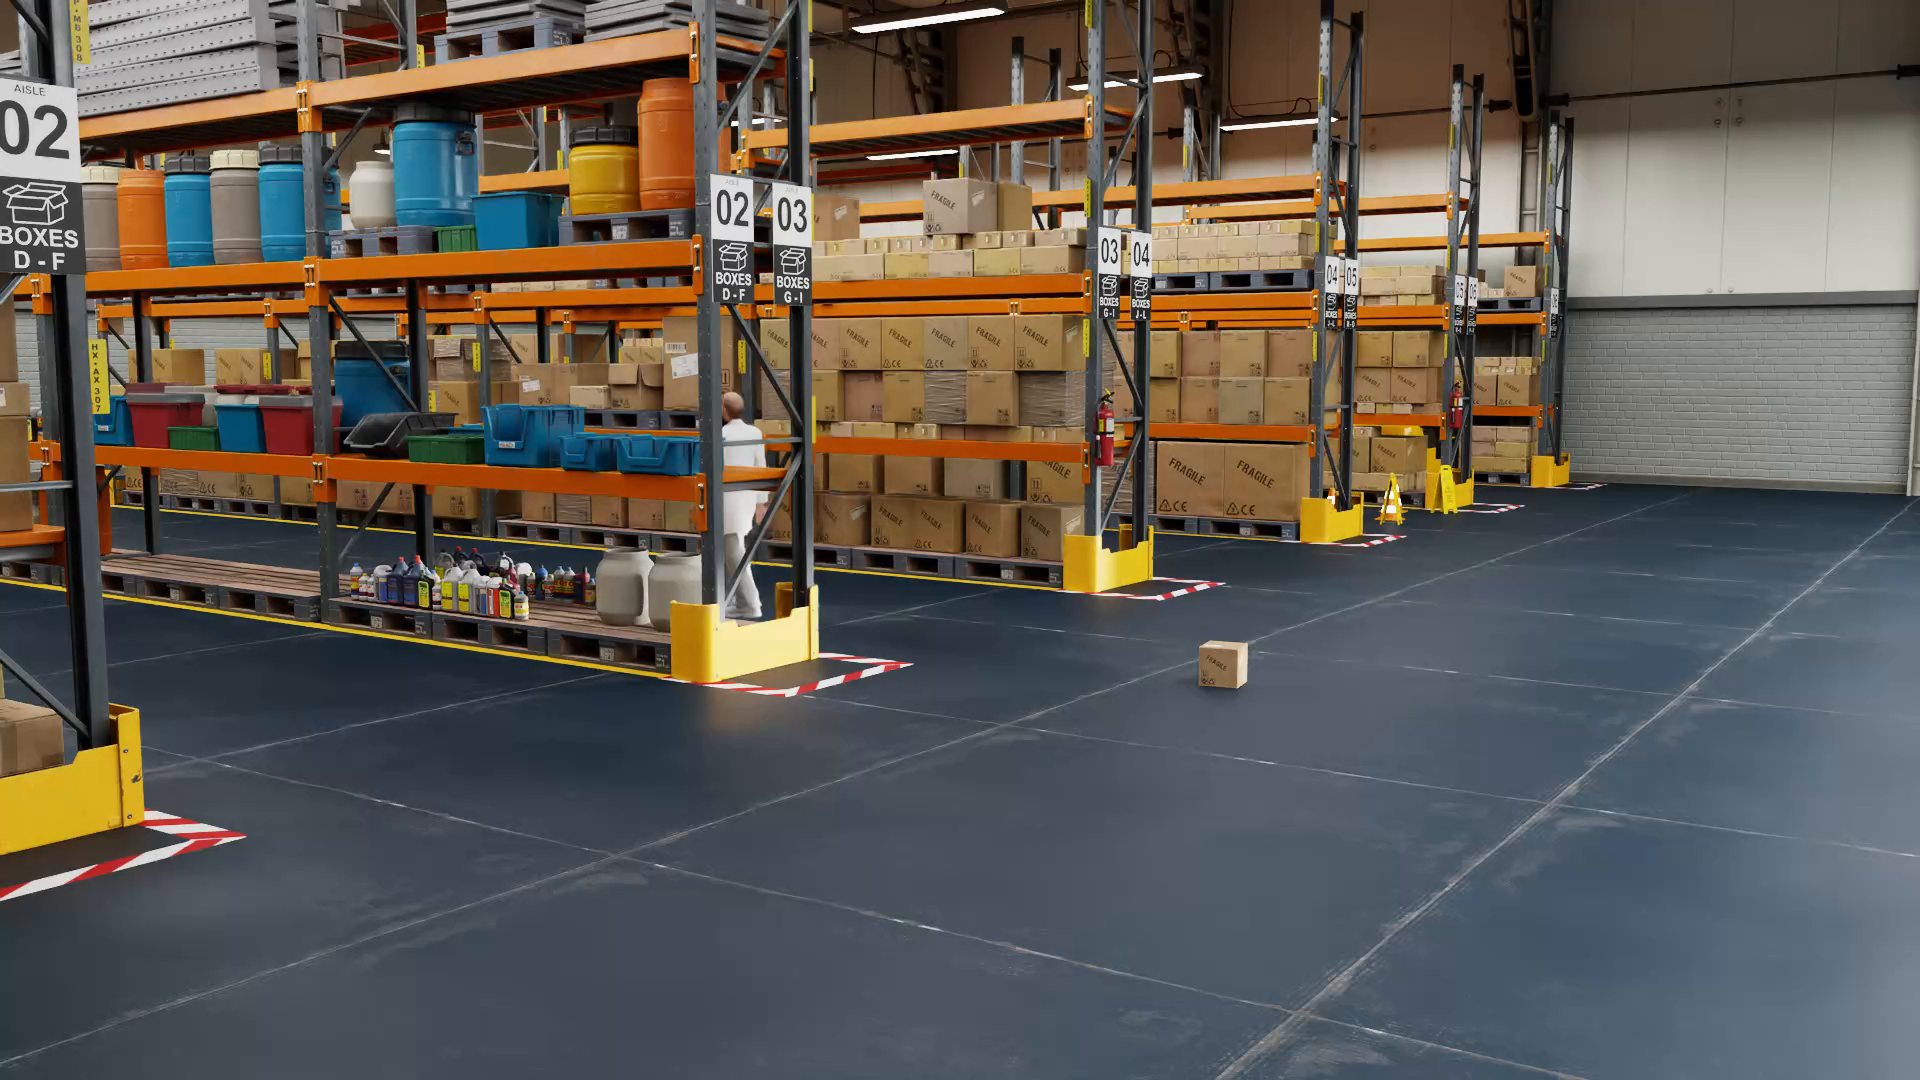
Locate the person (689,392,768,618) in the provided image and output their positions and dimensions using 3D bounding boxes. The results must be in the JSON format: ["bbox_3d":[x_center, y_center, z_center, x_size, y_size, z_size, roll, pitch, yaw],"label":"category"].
[{"bbox_3d":[-1.820,-0.235,13.122,0.664,1.855,0.586,4,7,33],"label":"person"}]
